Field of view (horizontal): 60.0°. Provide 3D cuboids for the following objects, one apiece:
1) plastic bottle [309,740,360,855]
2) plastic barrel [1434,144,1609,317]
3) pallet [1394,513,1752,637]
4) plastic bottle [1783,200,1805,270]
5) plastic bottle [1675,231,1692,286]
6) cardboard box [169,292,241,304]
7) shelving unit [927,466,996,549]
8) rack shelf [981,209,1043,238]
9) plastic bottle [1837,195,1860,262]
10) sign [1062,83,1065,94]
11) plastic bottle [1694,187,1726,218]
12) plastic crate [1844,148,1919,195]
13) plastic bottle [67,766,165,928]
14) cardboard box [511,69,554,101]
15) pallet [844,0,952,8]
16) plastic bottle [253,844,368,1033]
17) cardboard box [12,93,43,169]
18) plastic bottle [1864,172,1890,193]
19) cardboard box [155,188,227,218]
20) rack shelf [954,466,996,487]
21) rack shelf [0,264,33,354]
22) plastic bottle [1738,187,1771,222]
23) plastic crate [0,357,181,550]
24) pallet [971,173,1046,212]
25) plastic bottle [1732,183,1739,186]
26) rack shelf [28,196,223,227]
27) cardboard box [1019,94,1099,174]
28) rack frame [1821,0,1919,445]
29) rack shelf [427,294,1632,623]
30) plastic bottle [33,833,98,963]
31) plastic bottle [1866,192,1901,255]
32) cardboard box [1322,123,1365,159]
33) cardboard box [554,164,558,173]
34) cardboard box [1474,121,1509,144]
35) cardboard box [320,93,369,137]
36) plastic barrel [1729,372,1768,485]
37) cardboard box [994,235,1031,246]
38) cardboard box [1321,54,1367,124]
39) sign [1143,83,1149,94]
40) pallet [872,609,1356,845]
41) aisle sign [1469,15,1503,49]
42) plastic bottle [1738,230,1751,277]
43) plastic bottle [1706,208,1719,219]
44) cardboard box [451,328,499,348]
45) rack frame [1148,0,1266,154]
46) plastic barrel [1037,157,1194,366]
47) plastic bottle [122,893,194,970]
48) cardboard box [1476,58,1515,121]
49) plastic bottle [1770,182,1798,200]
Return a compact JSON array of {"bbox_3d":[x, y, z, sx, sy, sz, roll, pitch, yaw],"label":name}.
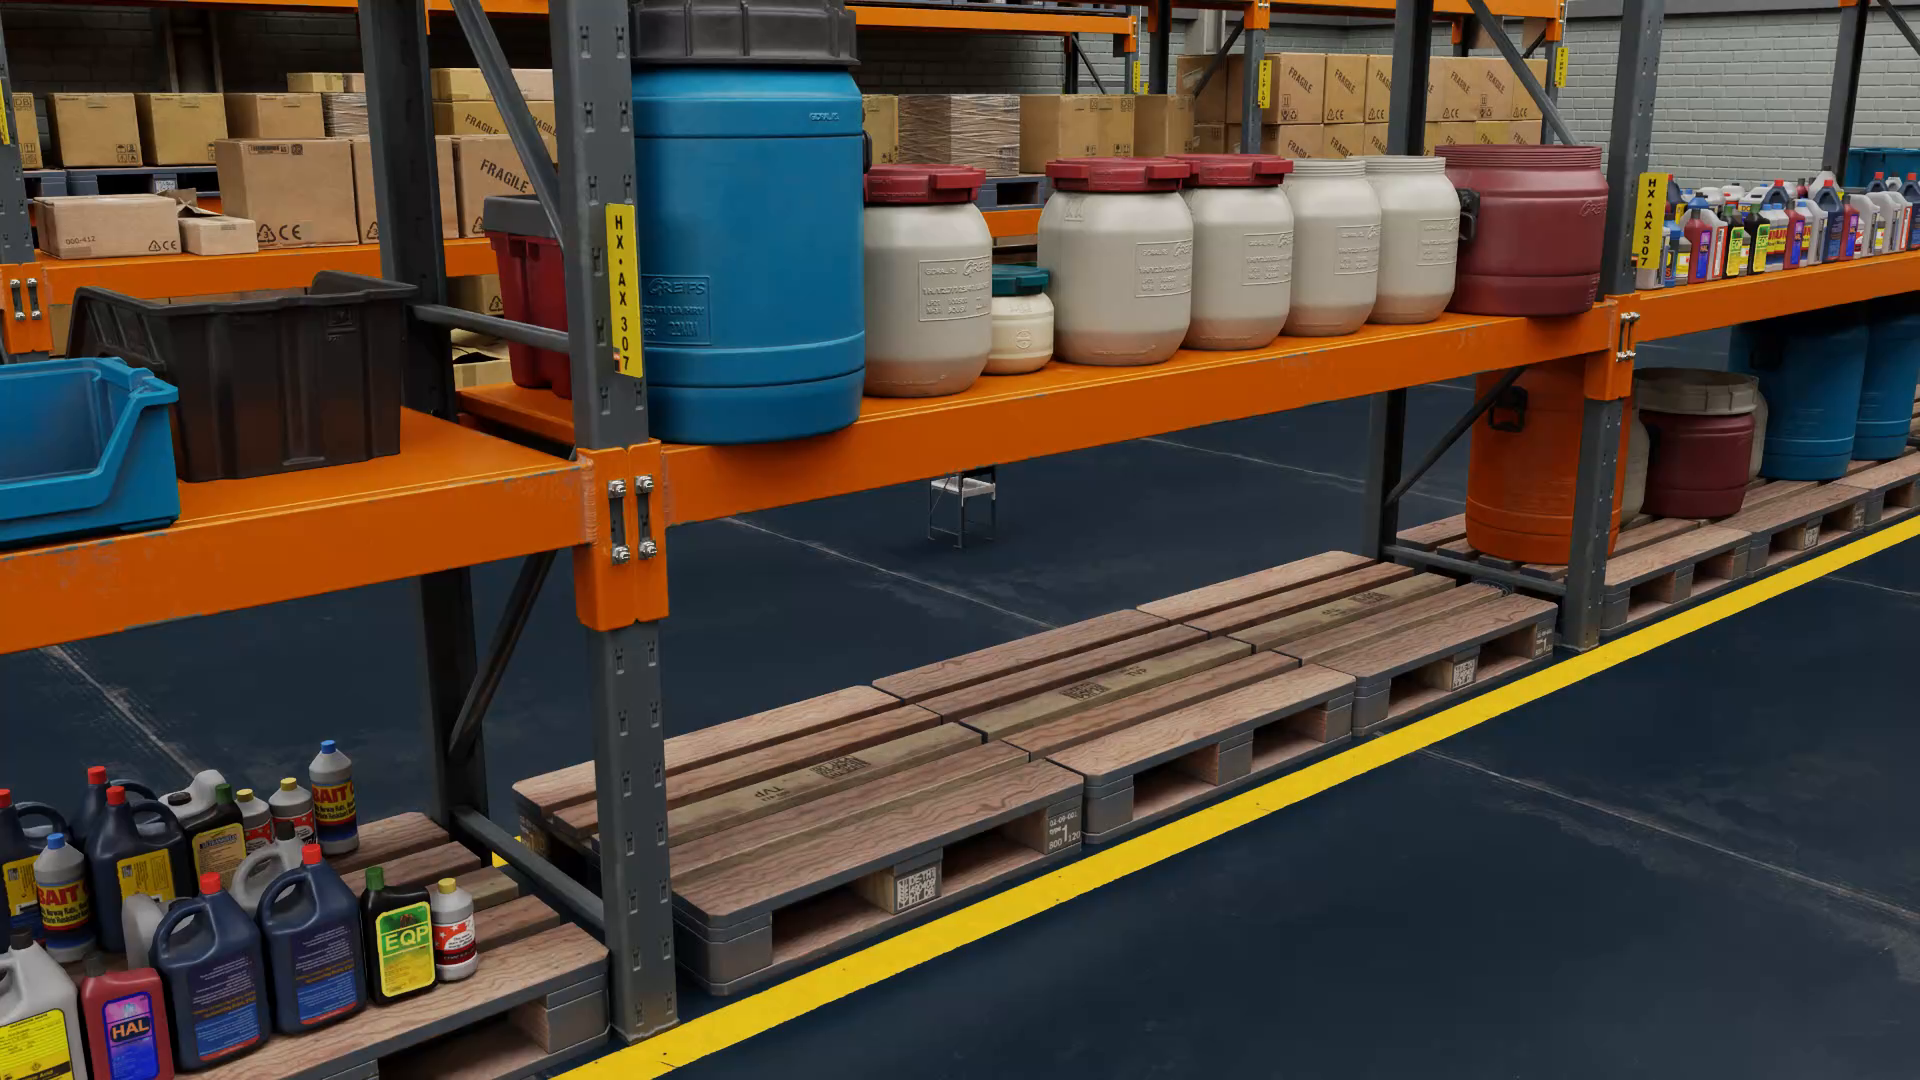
[{"bbox_3d":[-1.526,0.620,4.050,0.097,0.271,0.097,0,15,0],"label":"plastic bottle"},{"bbox_3d":[1.868,-1.060,5.641,0.708,0.536,0.600,-13,19,-39],"label":"plastic barrel"},{"bbox_3d":[2.587,0.074,7.064,1.213,0.211,1.003,-13,19,-39],"label":"pallet"},{"bbox_3d":[3.460,-1.272,6.927,0.133,0.283,0.061,-13,19,-39],"label":"plastic bottle"},{"bbox_3d":[2.737,-1.077,6.354,0.097,0.201,0.097,0,15,0],"label":"plastic bottle"},{"bbox_3d":[-5.814,-1.779,12.588,0.500,0.500,0.700,-13,20,-40],"label":"cardboard box"},{"bbox_3d":[0.006,-0.436,7.639,0.210,0.900,0.258,-13,19,-39],"label":"shelving unit"},{"bbox_3d":[0.280,-2.088,11.147,4.000,0.370,1.077,-13,19,-39],"label":"rack shelf"},{"bbox_3d":[3.875,-1.366,7.276,0.133,0.283,0.061,-13,19,-39],"label":"plastic bottle"},{"bbox_3d":[1.191,-4.981,18.754,0.005,0.325,0.100,-13,19,-39],"label":"sign"},{"bbox_3d":[3.564,-1.549,7.976,0.135,0.276,0.152,-13,19,-39],"label":"plastic bottle"},{"bbox_3d":[5.165,-1.976,9.250,0.575,0.384,0.392,-13,19,-39],"label":"plastic crate"},{"bbox_3d":[-1.879,0.669,3.712,0.185,0.351,0.144,-12,19,-38],"label":"plastic bottle"},{"bbox_3d":[-3.567,-3.742,13.685,0.500,0.250,0.500,-13,20,-40],"label":"cardboard box"},{"bbox_3d":[-0.842,-5.281,16.067,1.213,0.211,1.003,-13,19,-39],"label":"pallet"},{"bbox_3d":[-1.295,0.779,3.303,0.185,0.351,0.144,-13,20,-41],"label":"plastic bottle"},{"bbox_3d":[-6.669,-2.816,11.435,0.500,0.500,0.700,-10,18,-34],"label":"cardboard box"},{"bbox_3d":[4.324,-1.563,7.883,0.185,0.351,0.144,-13,19,-39],"label":"plastic bottle"},{"bbox_3d":[-3.704,-1.539,7.958,0.258,0.266,0.396,-13,20,-41],"label":"cardboard box"},{"bbox_3d":[0.006,-0.317,7.671,0.200,0.077,0.258,-13,19,-39],"label":"rack shelf"},{"bbox_3d":[-5.755,-0.733,6.074,4.000,0.370,1.077,-13,19,-39],"label":"rack shelf"},{"bbox_3d":[3.839,-1.559,8.013,0.135,0.276,0.152,-13,19,-39],"label":"plastic bottle"},{"bbox_3d":[-1.655,-0.142,2.756,0.616,0.251,0.499,-13,19,-39],"label":"plastic crate"},{"bbox_3d":[0.235,-2.334,11.048,1.213,0.211,1.003,-13,19,-39],"label":"pallet"},{"bbox_3d":[3.810,-1.623,8.241,0.133,0.283,0.061,-13,19,-39],"label":"plastic bottle"},{"bbox_3d":[-5.993,-2.374,12.219,4.000,0.370,1.077,-13,19,-39],"label":"rack shelf"},{"bbox_3d":[0.496,-2.714,11.090,0.700,0.500,0.500,10,18,33],"label":"cardboard box"},{"bbox_3d":[5.037,-1.809,8.711,0.127,3.000,1.000,-13,19,-39],"label":"rack frame"},{"bbox_3d":[0.511,-0.445,4.998,4.000,0.370,1.077,-13,19,-39],"label":"rack shelf"},{"bbox_3d":[-1.909,0.756,3.543,0.097,0.271,0.097,0,15,0],"label":"plastic bottle"},{"bbox_3d":[4.194,-1.449,7.604,0.135,0.276,0.152,-13,19,-39],"label":"plastic bottle"},{"bbox_3d":[2.736,-2.943,12.762,0.500,0.500,0.500,-12,19,-38],"label":"cardboard box"},{"bbox_3d":[-3.523,-3.095,13.974,0.250,0.149,0.380,-13,20,-40],"label":"cardboard box"},{"bbox_3d":[4.258,-3.283,14.033,0.500,0.500,0.500,-12,19,-39],"label":"cardboard box"},{"bbox_3d":[-4.832,-3.240,13.019,0.700,0.500,0.500,13,20,40],"label":"cardboard box"},{"bbox_3d":[3.597,-0.523,7.903,0.421,0.512,0.421,0,15,0],"label":"plastic barrel"},{"bbox_3d":[0.332,-3.103,17.583,0.500,0.500,0.700,-13,20,-41],"label":"cardboard box"},{"bbox_3d":[2.717,-3.418,12.602,0.500,0.500,0.500,-13,20,-41],"label":"cardboard box"},{"bbox_3d":[1.426,-3.297,12.602,0.005,0.325,0.100,-13,19,-39],"label":"sign"},{"bbox_3d":[0.490,0.545,5.301,1.213,0.211,1.003,-13,19,-39],"label":"pallet"},{"bbox_3d":[4.665,-4.776,14.782,0.004,0.787,0.394,-13,19,-39],"label":"aisle sign"},{"bbox_3d":[3.113,-1.161,6.670,0.097,0.201,0.097,0,15,0],"label":"plastic bottle"},{"bbox_3d":[2.973,-1.184,6.621,0.097,0.271,0.097,0,15,0],"label":"plastic bottle"},{"bbox_3d":[-2.594,-1.034,9.235,0.500,0.311,0.500,-13,20,-41],"label":"cardboard box"},{"bbox_3d":[1.788,-2.774,12.323,0.127,3.000,1.000,-13,19,-39],"label":"rack frame"},{"bbox_3d":[0.421,-0.763,4.532,0.433,0.535,0.433,0,15,0],"label":"plastic barrel"},{"bbox_3d":[-1.556,0.823,3.283,0.135,0.276,0.152,-13,19,-39],"label":"plastic bottle"},{"bbox_3d":[4.270,-3.768,13.914,0.500,0.500,0.500,-12,19,-38],"label":"cardboard box"},{"bbox_3d":[4.162,-1.683,8.479,0.135,0.276,0.152,-13,19,-39],"label":"plastic bottle"}]
